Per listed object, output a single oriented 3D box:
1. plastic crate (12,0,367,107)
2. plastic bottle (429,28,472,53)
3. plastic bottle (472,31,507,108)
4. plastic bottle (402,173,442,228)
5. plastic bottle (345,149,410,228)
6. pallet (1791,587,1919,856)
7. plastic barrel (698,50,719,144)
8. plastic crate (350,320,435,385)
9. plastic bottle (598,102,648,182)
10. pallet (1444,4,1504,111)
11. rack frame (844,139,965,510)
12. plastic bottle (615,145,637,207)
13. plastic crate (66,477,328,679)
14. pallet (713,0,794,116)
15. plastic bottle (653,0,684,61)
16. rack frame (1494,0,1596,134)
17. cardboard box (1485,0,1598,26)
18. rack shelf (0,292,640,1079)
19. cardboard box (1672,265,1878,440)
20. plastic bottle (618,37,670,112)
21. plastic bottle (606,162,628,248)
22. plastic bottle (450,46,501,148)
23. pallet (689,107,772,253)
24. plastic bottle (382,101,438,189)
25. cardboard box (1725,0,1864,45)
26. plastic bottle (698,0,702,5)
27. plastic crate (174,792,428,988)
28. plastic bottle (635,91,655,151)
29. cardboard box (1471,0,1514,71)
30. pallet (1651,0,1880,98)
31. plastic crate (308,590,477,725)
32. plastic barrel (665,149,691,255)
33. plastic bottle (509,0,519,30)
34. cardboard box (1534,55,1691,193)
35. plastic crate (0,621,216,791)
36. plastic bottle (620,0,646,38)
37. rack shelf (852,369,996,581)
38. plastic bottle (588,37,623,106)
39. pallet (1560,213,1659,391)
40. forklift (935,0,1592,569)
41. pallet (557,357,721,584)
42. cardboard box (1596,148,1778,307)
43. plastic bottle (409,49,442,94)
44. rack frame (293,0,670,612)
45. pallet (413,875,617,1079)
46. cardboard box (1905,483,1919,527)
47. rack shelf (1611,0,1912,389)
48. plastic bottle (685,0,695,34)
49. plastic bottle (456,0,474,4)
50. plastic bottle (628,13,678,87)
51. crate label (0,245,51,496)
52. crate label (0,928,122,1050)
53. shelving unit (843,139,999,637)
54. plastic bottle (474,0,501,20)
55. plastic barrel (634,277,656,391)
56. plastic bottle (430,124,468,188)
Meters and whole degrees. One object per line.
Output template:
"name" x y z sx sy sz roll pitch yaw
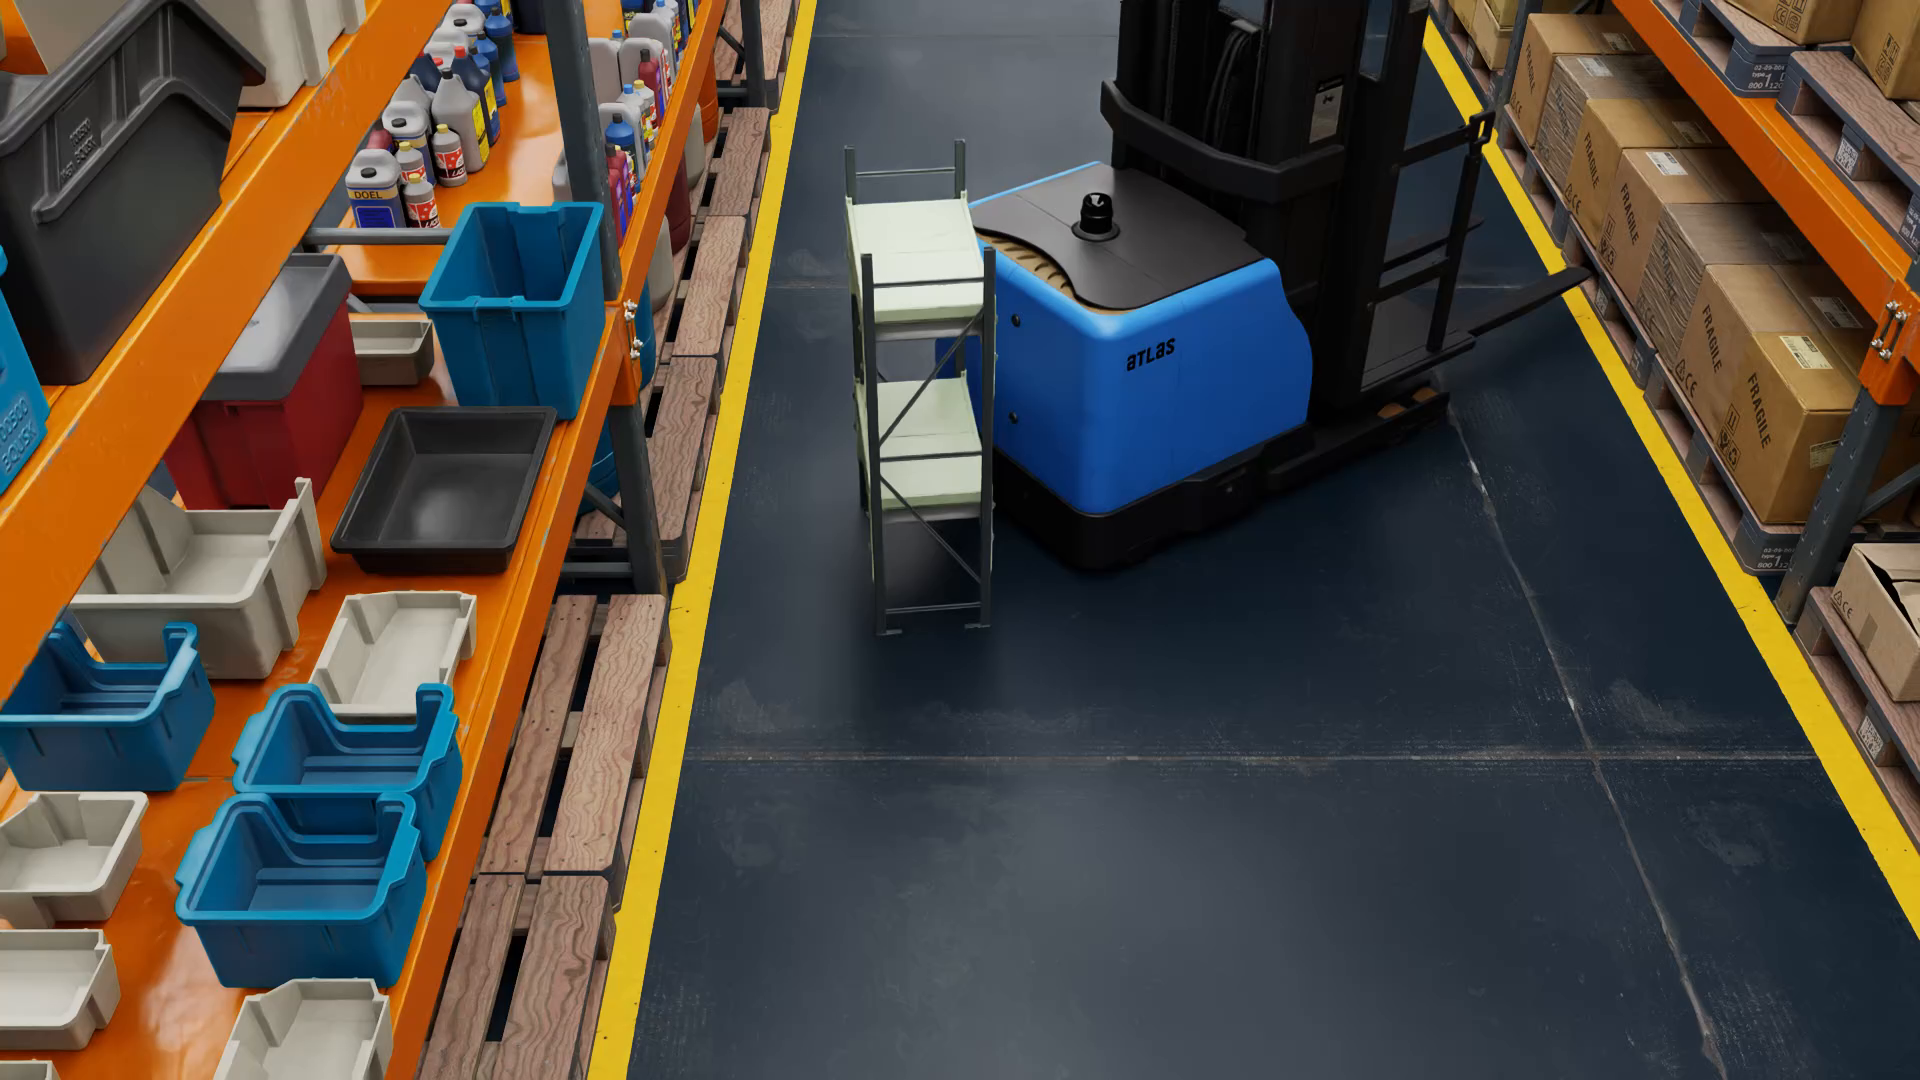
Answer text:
"plastic crate" -1.229 -0.911 2.684 0.437 0.282 0.530 0 39 0
"plastic bottle" -1.865 -1.728 6.106 0.152 0.276 0.135 0 39 0
"plastic bottle" -1.740 -1.737 6.122 0.097 0.271 0.097 0 39 0
"plastic bottle" -1.739 -1.082 5.361 0.097 0.201 0.097 0 39 0
"plastic bottle" -1.863 -1.100 5.323 0.152 0.276 0.135 0 39 0
"pallet" 3.413 0.615 5.314 1.003 0.211 1.213 0 39 0
"plastic barrel" -1.527 -2.414 8.264 0.600 0.830 0.708 0 39 0
"plastic crate" -1.682 -0.531 4.677 0.396 0.136 0.243 0 39 0
"plastic bottle" -1.160 -1.372 5.662 0.152 0.276 0.135 0 39 0
"pallet" 3.447 -2.831 9.614 1.003 0.211 1.213 0 39 0
"rack frame" -0.182 -0.722 5.951 0.400 1.500 0.023 -4 39 -5
"plastic bottle" -1.132 -1.209 5.519 0.097 0.201 0.097 0 39 0
"plastic crate" -1.722 0.076 3.803 0.437 0.282 0.530 0 39 0
"pallet" -1.506 -2.799 9.575 1.003 0.211 1.213 0 39 0
"plastic bottle" -1.133 -1.999 6.448 0.097 0.271 0.097 0 39 0
"rack frame" 3.409 -3.404 8.100 1.000 3.000 0.127 0 39 0
"cardboard box" 3.162 -3.042 9.061 0.500 0.311 0.500 1 39 1
"rack shelf" -1.537 0.630 3.641 1.077 0.370 4.000 0 39 0
"cardboard box" 3.134 -0.717 6.393 0.500 0.500 0.500 0 39 0
"plastic bottle" -1.160 -1.722 6.099 0.152 0.276 0.135 0 39 0
"plastic bottle" -1.114 -1.086 5.300 0.061 0.283 0.133 0 39 0
"plastic bottle" -1.724 -1.573 5.853 0.144 0.351 0.185 0 39 0
"pallet" -1.502 -1.822 8.355 1.003 0.211 1.213 0 39 0
"plastic bottle" -1.864 -1.328 5.608 0.152 0.276 0.135 0 39 0
"cardboard box" 3.350 -2.211 6.194 0.700 0.500 0.500 -9 40 -11
"plastic bottle" -1.116 -2.390 6.927 0.061 0.283 0.133 0 39 0
"plastic crate" -1.208 0.664 3.109 0.416 0.233 0.300 0 39 0
"plastic bottle" -1.133 -1.476 5.852 0.097 0.201 0.097 0 39 0
"cardboard box" 3.164 -2.824 9.238 0.500 0.250 0.500 1 39 1
"pallet" 3.416 -2.113 6.642 1.003 0.211 1.213 0 39 0
"plastic crate" -1.237 0.266 3.682 0.293 0.136 0.466 0 39 0
"plastic barrel" -1.525 -1.614 7.458 0.600 0.588 0.708 0 39 0
"plastic bottle" -1.866 -2.217 6.717 0.152 0.276 0.135 0 39 0
"cardboard box" 3.130 -1.988 7.980 0.500 0.500 0.500 -1 39 -2
"plastic crate" -1.794 0.357 3.491 0.416 0.233 0.300 0 39 0
"plastic bottle" -1.278 -2.060 6.524 0.097 0.271 0.097 0 39 0
"rack shelf" -0.138 -0.240 5.871 0.431 0.370 0.720 -4 39 -5
"plastic bottle" -1.312 -1.722 6.099 0.152 0.276 0.135 0 39 0
"pallet" 3.371 -1.088 7.439 1.003 0.211 1.213 0 39 0
"forklift" 1.383 -1.775 6.122 3.031 2.935 1.130 -24 45 -27
"pallet" -1.499 -0.296 6.451 1.003 0.211 1.213 0 39 0
"cardboard box" 3.131 -1.348 7.181 0.500 0.500 0.500 -1 39 -2
"plastic bottle" -1.868 -1.573 5.853 0.144 0.351 0.185 0 39 0
"rack frame" -1.540 -0.902 4.977 1.000 3.000 0.127 0 39 0
"pallet" -1.496 1.411 4.320 1.003 0.211 1.213 0 39 0
"cardboard box" 3.657 -0.402 6.000 0.500 0.500 0.500 -2 39 -2
"rack shelf" 3.411 -1.873 6.764 1.077 0.370 4.000 0 39 0
"plastic bottle" -1.116 -2.191 6.679 0.061 0.283 0.133 0 39 0
"plastic bottle" -1.911 -2.020 6.465 0.061 0.283 0.133 0 39 0
"plastic bottle" -1.161 -1.867 6.280 0.152 0.276 0.135 0 39 0
"crate label" -1.213 -0.090 1.684 0.408 0.251 0.502 0 39 0
"crate label" -1.728 0.814 2.999 0.396 0.136 0.243 0 39 0
"shelving unit" -0.138 -0.494 5.668 0.431 1.500 0.755 -4 39 -5
"plastic bottle" -1.832 -2.027 6.483 0.097 0.271 0.097 0 39 0
"plastic barrel" -1.524 -1.030 6.479 0.600 0.901 0.708 0 39 0
"plastic bottle" -1.739 -1.311 5.646 0.097 0.201 0.097 0 39 0
